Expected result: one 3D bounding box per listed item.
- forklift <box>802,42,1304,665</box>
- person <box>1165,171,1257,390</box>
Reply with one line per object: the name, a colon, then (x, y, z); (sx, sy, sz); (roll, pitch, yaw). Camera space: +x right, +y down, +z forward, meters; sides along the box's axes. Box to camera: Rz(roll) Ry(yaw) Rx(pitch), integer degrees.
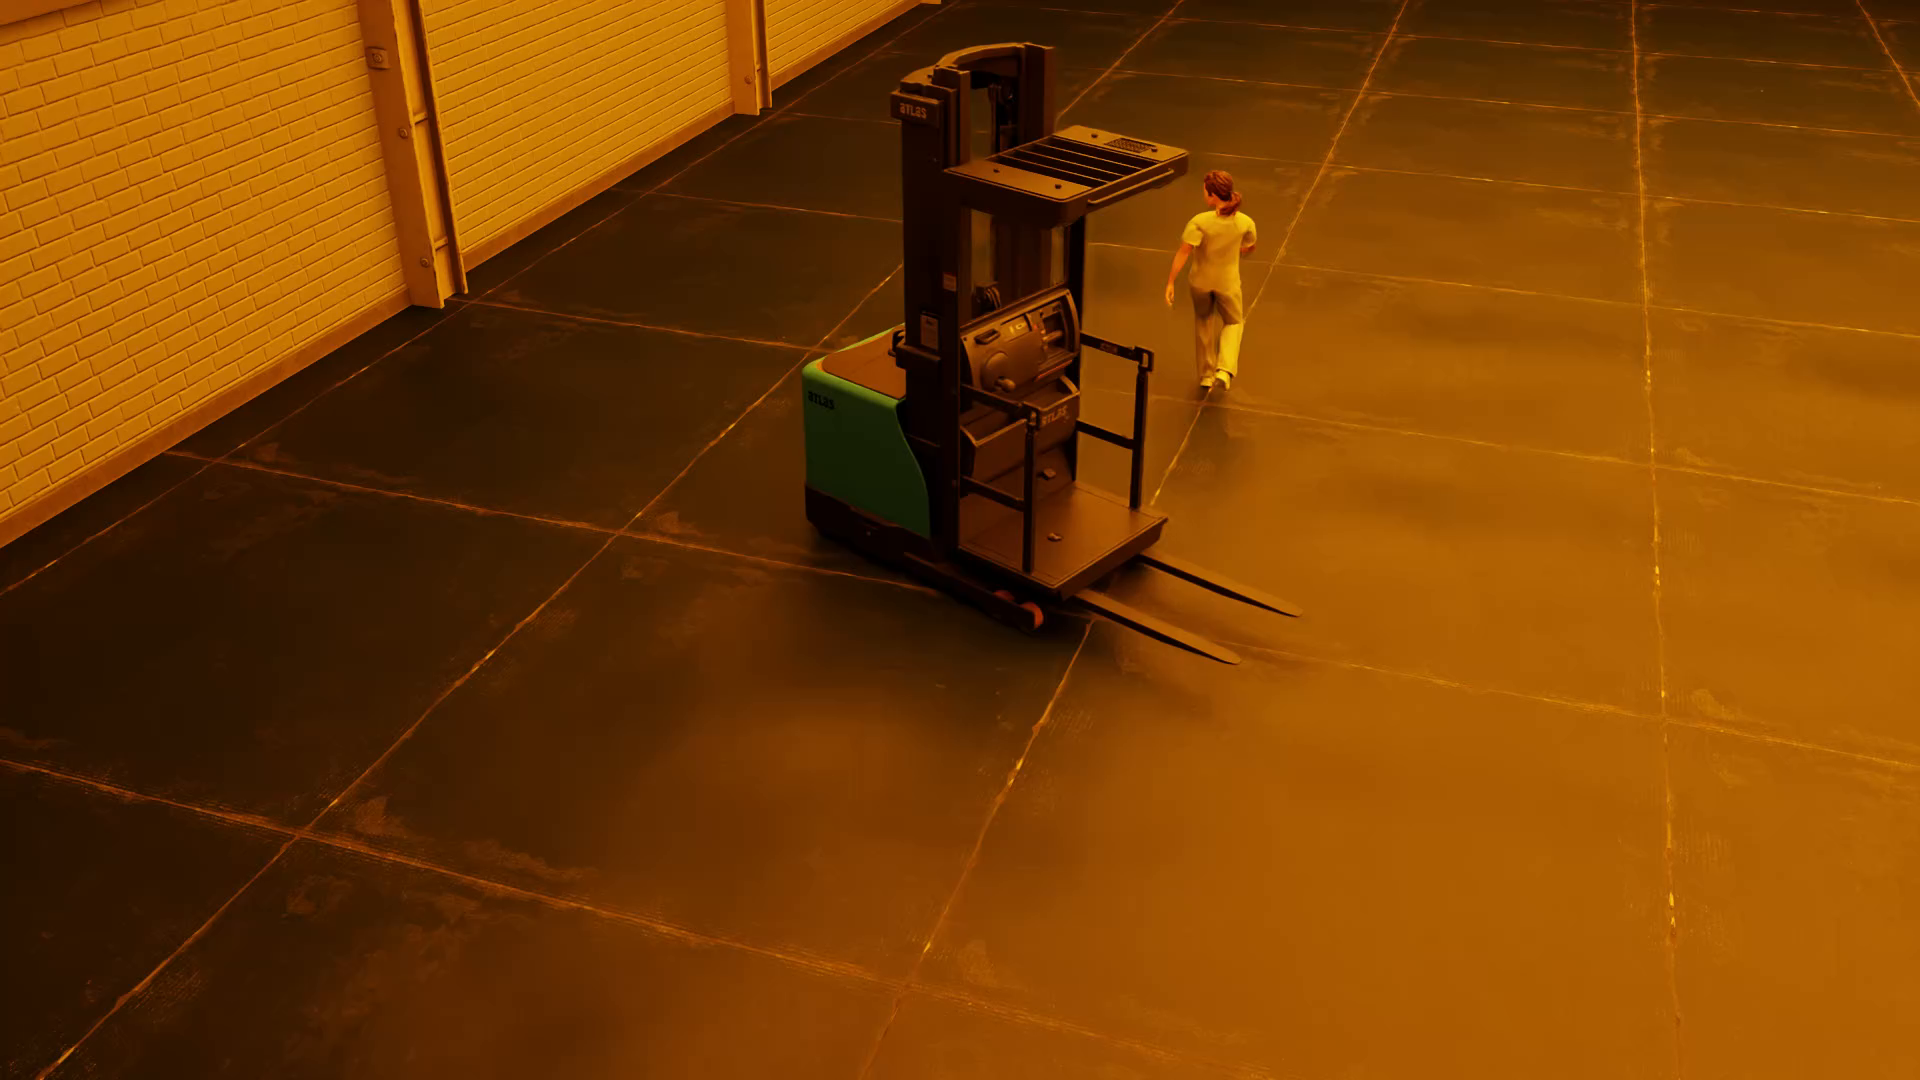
forklift: (0.497, -1.058, 8.993); (3.031, 2.935, 1.130); (23, 37, 35)
person: (1.749, -1.793, 11.639); (0.586, 1.599, 0.606); (7, 30, 11)
